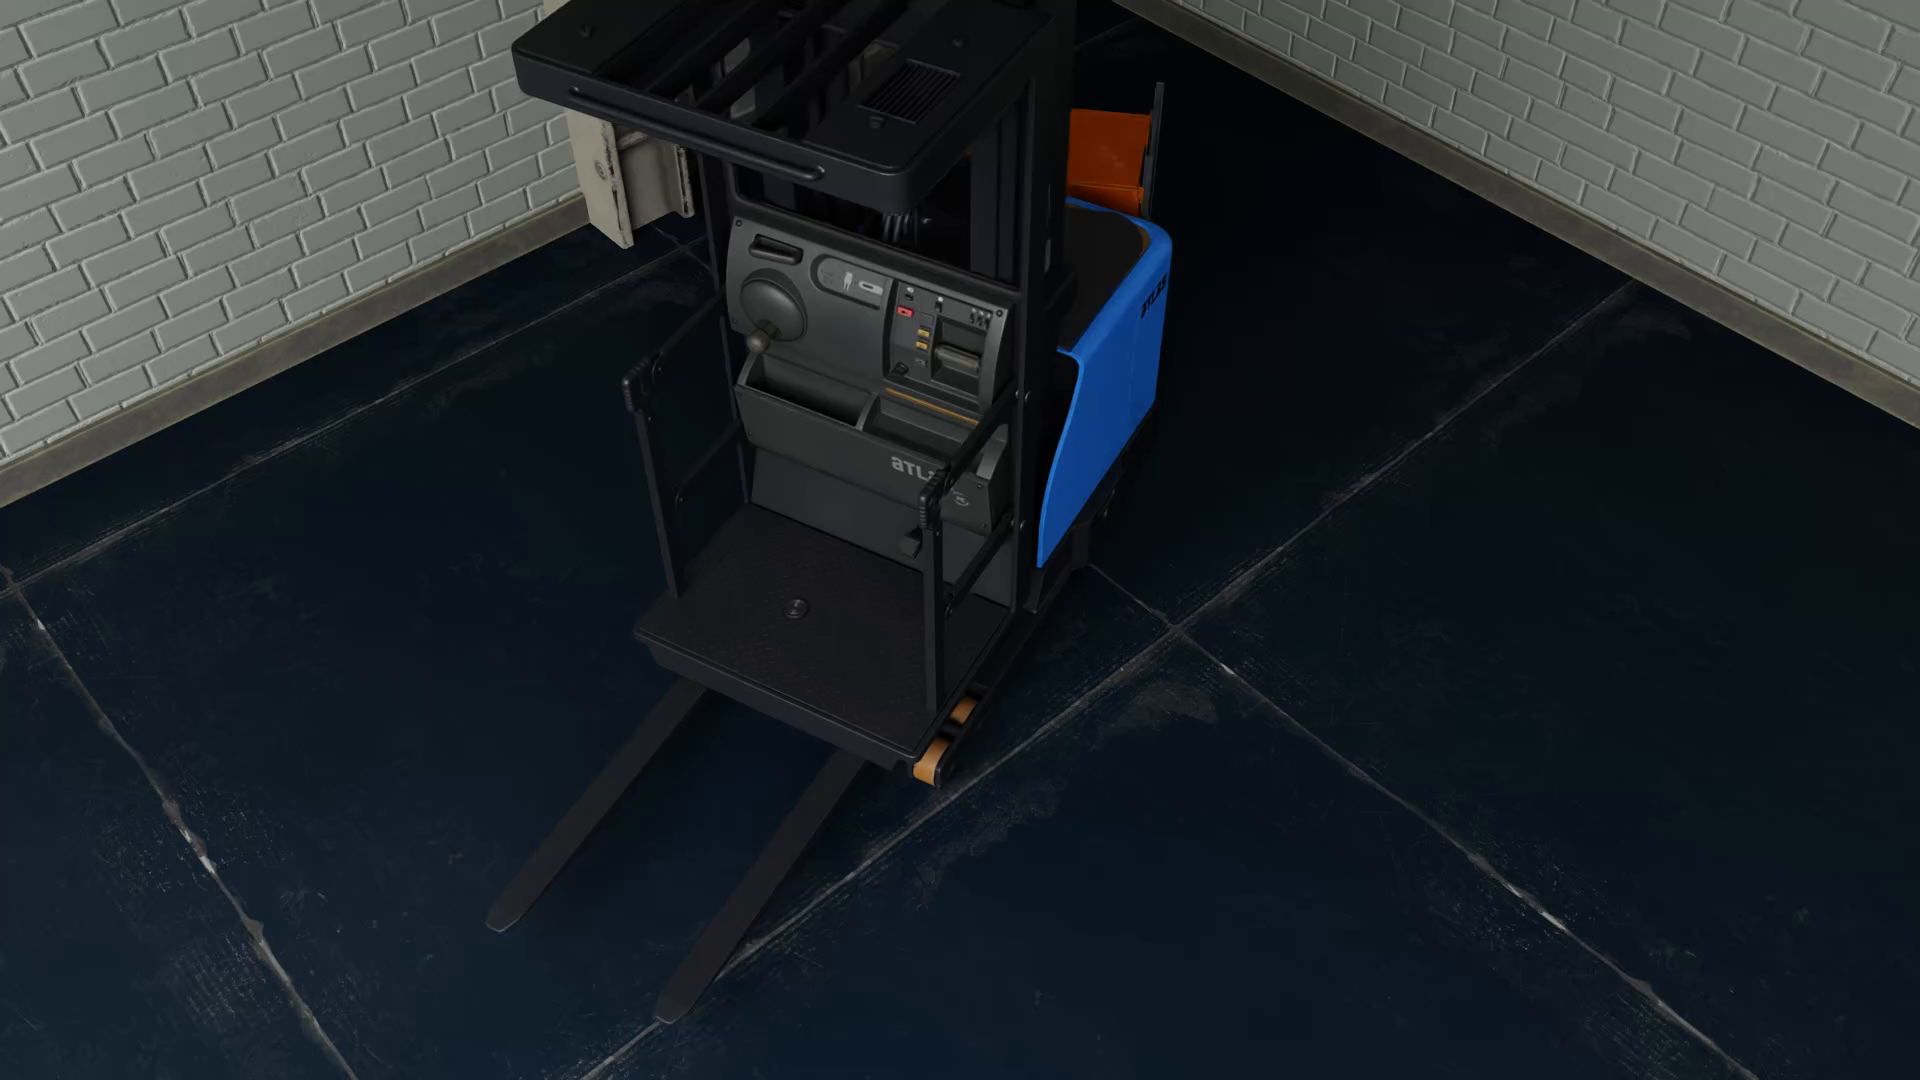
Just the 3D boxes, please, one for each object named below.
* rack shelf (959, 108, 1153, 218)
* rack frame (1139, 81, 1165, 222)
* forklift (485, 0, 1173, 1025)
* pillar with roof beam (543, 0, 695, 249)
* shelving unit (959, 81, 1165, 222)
[{"bbox_3d":[0.222,-1.441,6.416,1.000,0.278,0.538,7,48,6],"label":"rack shelf"},{"bbox_3d":[0.723,-1.181,6.575,0.032,1.125,0.500,7,48,6],"label":"rack frame"},{"bbox_3d":[-0.386,-0.571,4.782,1.130,2.935,3.031,22,51,19],"label":"forklift"},{"bbox_3d":[1.436,-2.195,2.152,0.400,9.000,9.100,-34,56,-27],"label":"pillar with roof beam"},{"bbox_3d":[0.222,-1.242,6.631,1.048,1.125,0.538,7,48,6],"label":"shelving unit"}]
